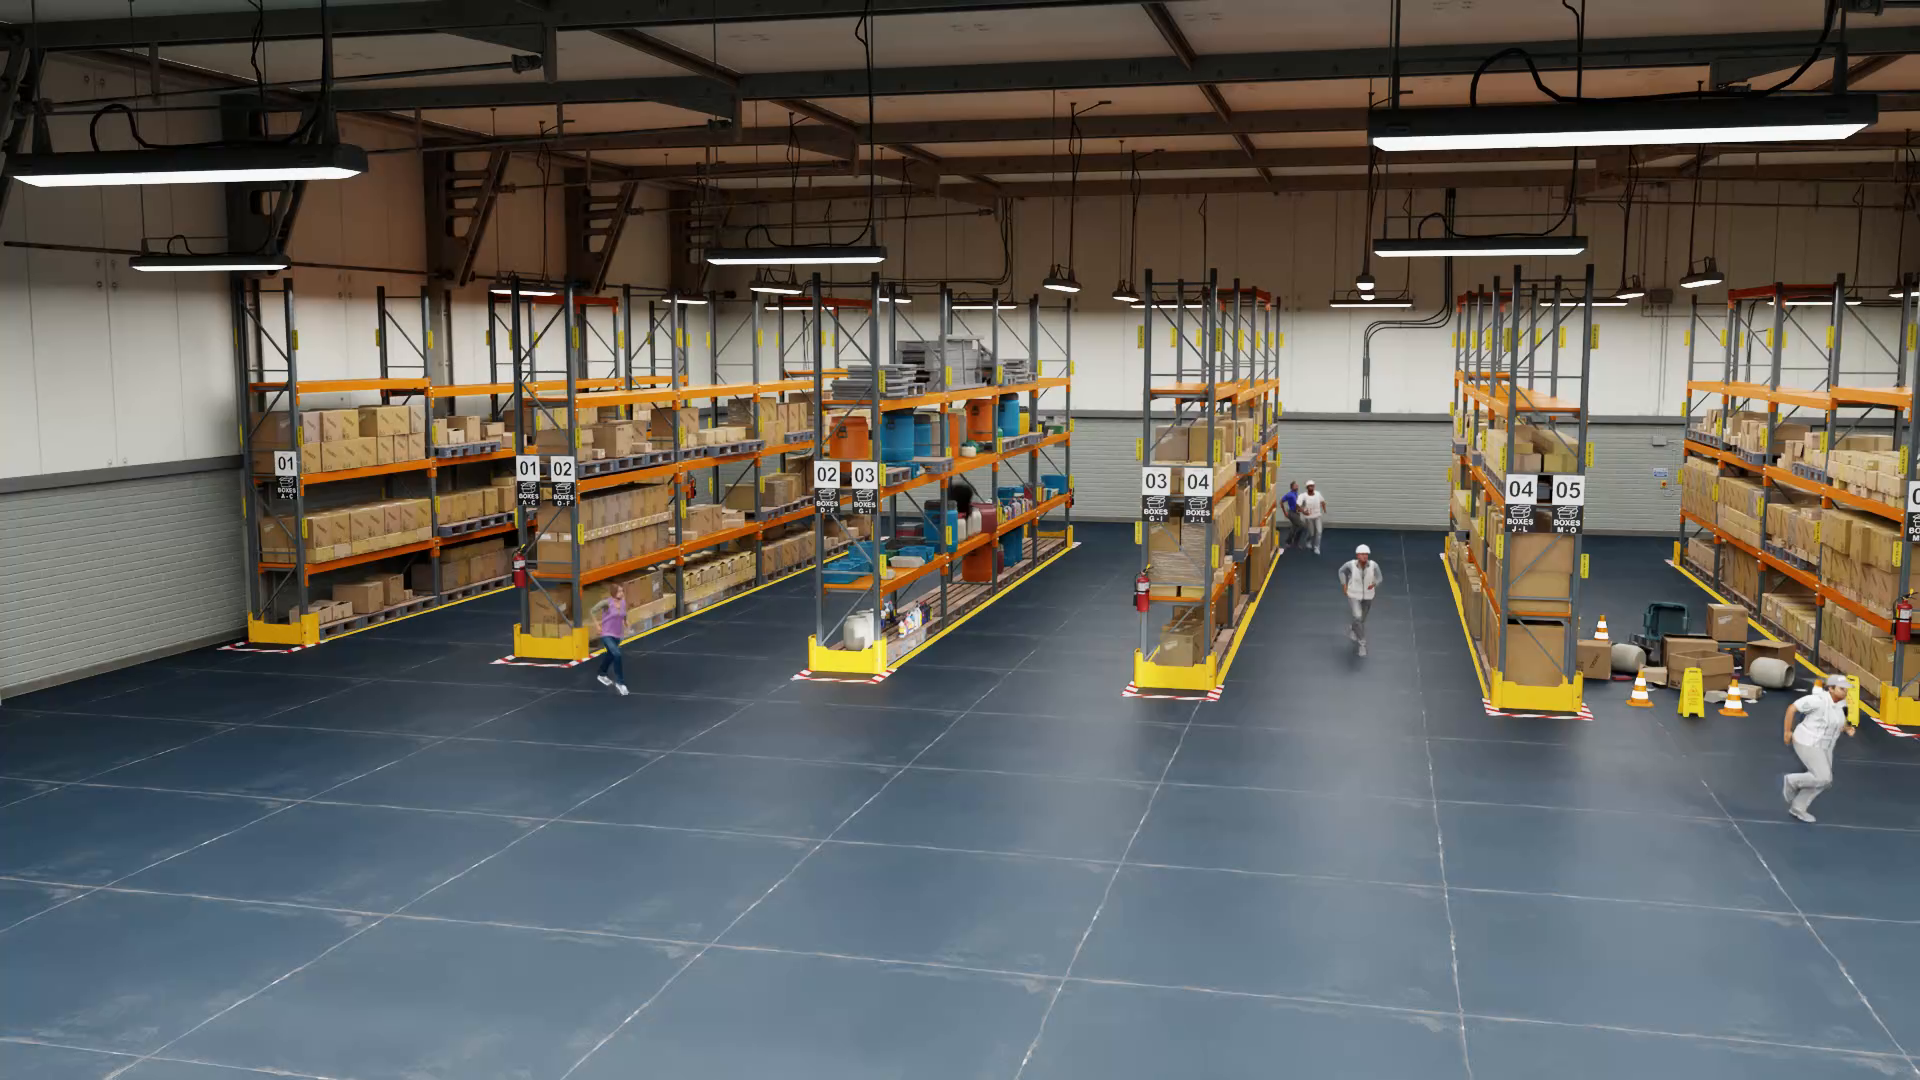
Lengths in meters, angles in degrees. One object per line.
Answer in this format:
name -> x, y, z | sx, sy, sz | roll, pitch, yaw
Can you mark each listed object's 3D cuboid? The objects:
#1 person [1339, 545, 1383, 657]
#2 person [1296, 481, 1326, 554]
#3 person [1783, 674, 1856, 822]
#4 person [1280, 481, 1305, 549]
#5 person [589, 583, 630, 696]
person -> 6.422, 0.930, 26.821 | 0.552, 1.778, 1.083 | 0, 7, -3
person -> 8.291, -0.553, 39.365 | 0.709, 1.724, 0.700 | -1, 7, -11
person -> 8.958, 2.162, 17.313 | 0.593, 1.594, 0.673 | -4, 8, -30
person -> 8.005, -0.577, 39.950 | 0.628, 1.653, 0.657 | 5, 9, 38
person -> -4.987, 1.386, 23.708 | 0.841, 1.589, 0.566 | 6, 9, 41
